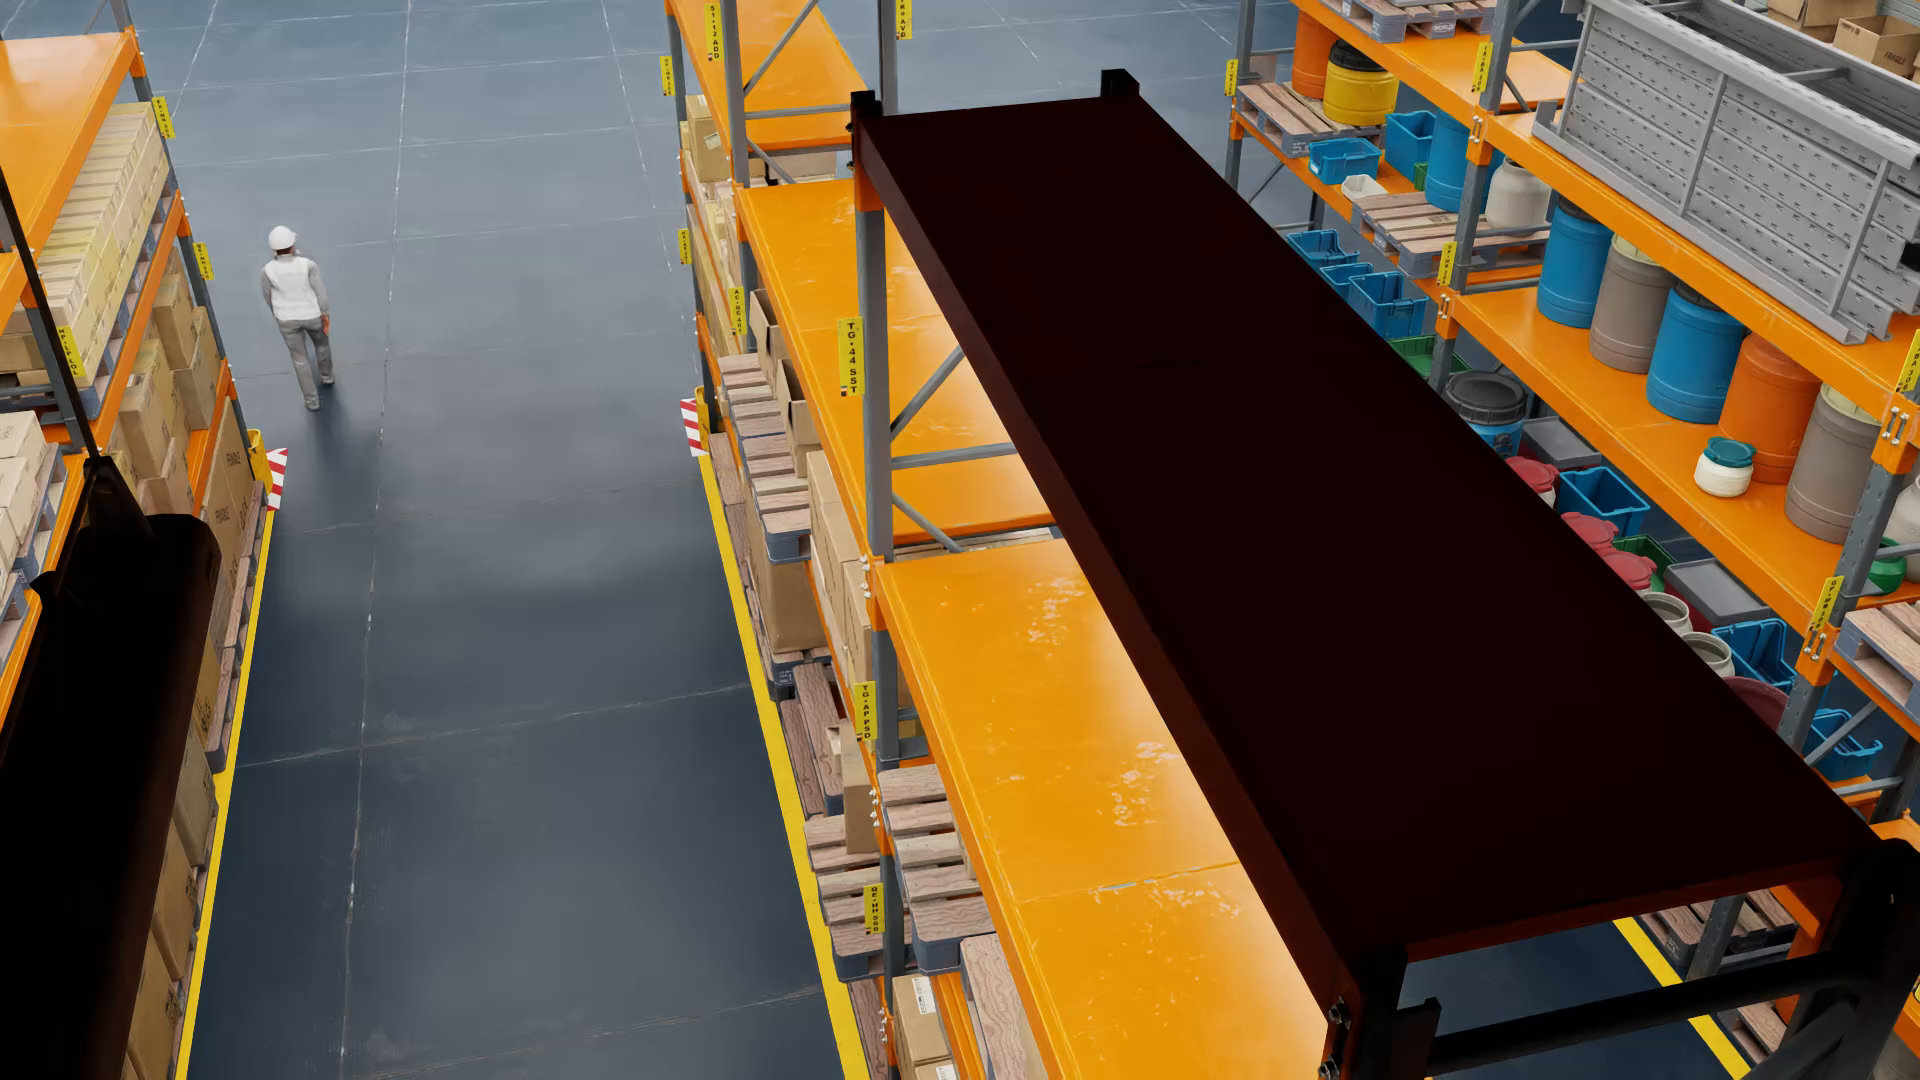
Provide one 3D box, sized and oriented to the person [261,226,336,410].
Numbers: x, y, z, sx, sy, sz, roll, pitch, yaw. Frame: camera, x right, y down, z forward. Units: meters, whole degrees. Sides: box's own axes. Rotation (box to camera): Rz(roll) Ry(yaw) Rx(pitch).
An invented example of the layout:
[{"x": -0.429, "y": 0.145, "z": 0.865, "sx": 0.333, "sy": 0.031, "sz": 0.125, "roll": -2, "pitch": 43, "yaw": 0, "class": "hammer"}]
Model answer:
[{"x": -6.219, "y": -2.152, "z": 15.671, "sx": 0.559, "sy": 1.746, "sz": 0.888, "roll": -12, "pitch": 36, "yaw": -16, "class": "person"}]
